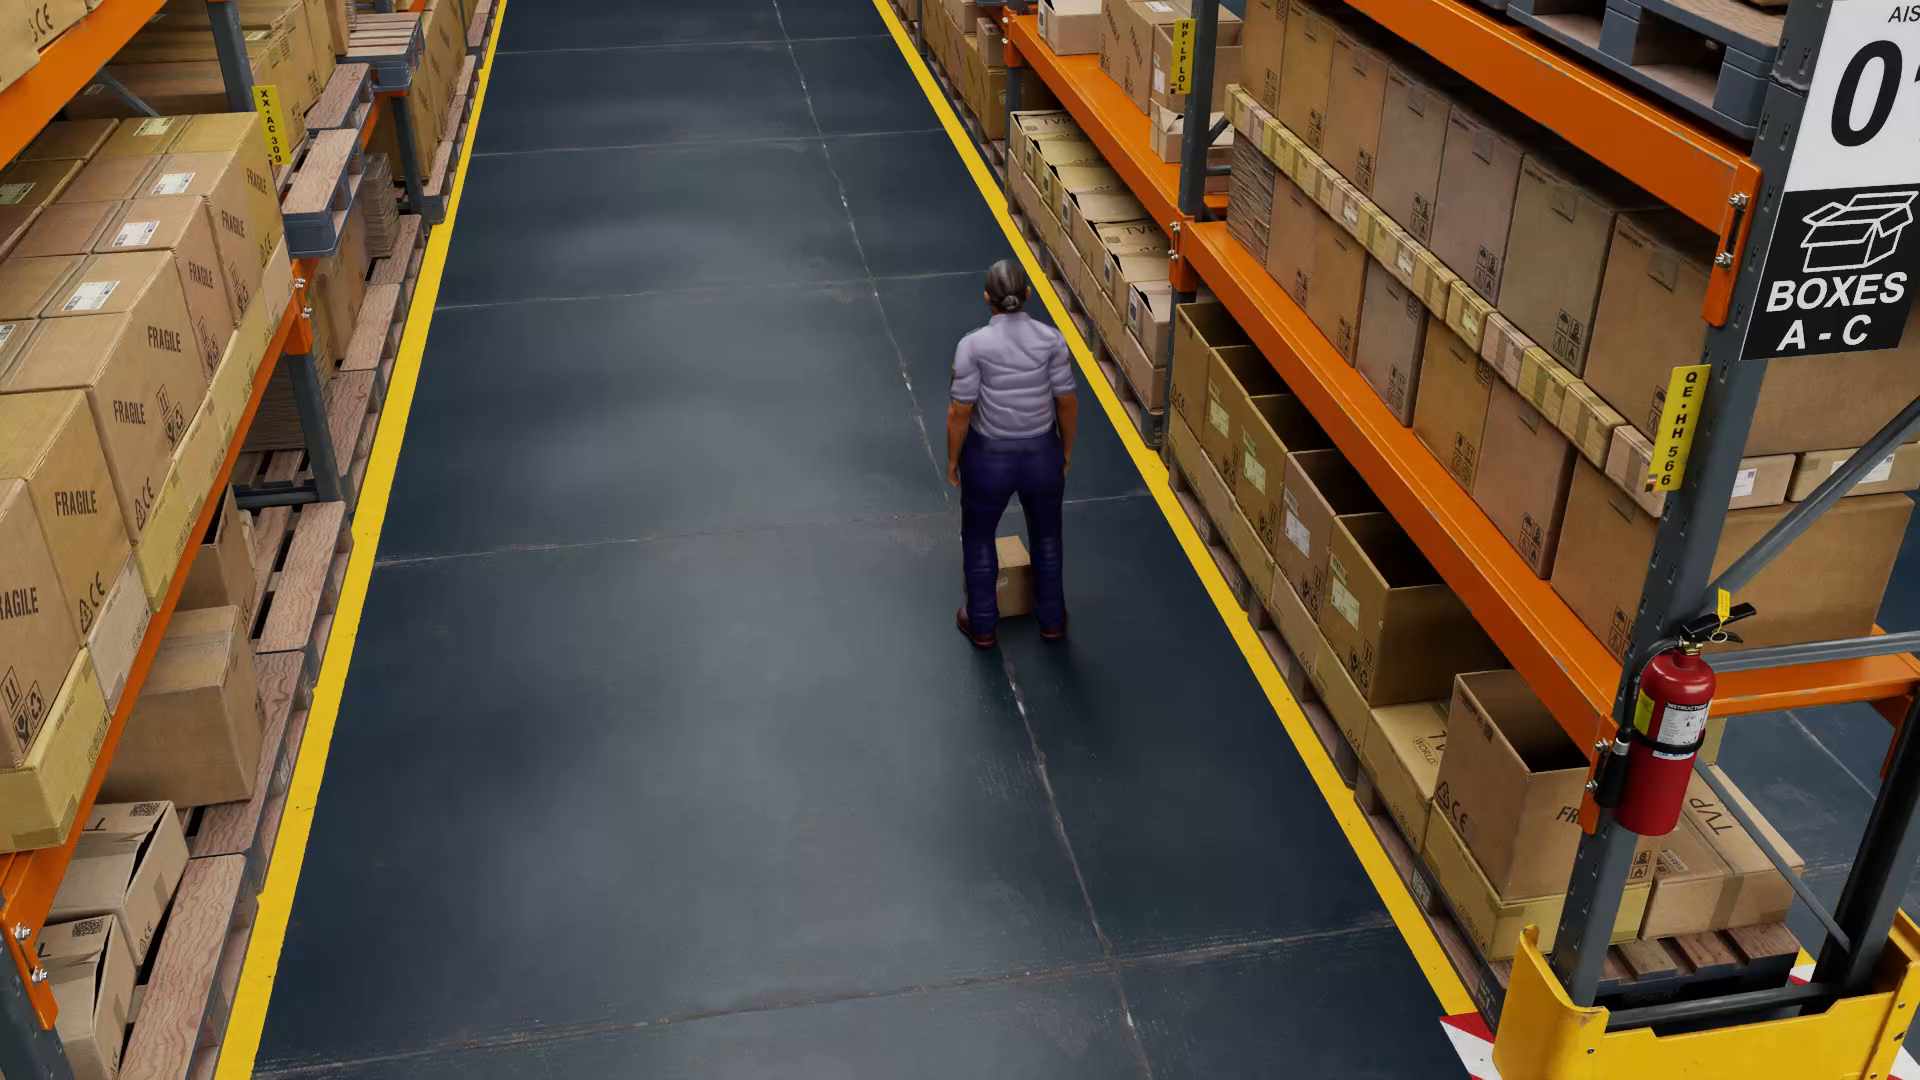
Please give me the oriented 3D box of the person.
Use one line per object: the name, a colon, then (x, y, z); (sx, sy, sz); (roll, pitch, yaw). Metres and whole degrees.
person: (0.212, -0.312, 6.675); (0.541, 1.638, 0.369); (-5, 31, -8)
